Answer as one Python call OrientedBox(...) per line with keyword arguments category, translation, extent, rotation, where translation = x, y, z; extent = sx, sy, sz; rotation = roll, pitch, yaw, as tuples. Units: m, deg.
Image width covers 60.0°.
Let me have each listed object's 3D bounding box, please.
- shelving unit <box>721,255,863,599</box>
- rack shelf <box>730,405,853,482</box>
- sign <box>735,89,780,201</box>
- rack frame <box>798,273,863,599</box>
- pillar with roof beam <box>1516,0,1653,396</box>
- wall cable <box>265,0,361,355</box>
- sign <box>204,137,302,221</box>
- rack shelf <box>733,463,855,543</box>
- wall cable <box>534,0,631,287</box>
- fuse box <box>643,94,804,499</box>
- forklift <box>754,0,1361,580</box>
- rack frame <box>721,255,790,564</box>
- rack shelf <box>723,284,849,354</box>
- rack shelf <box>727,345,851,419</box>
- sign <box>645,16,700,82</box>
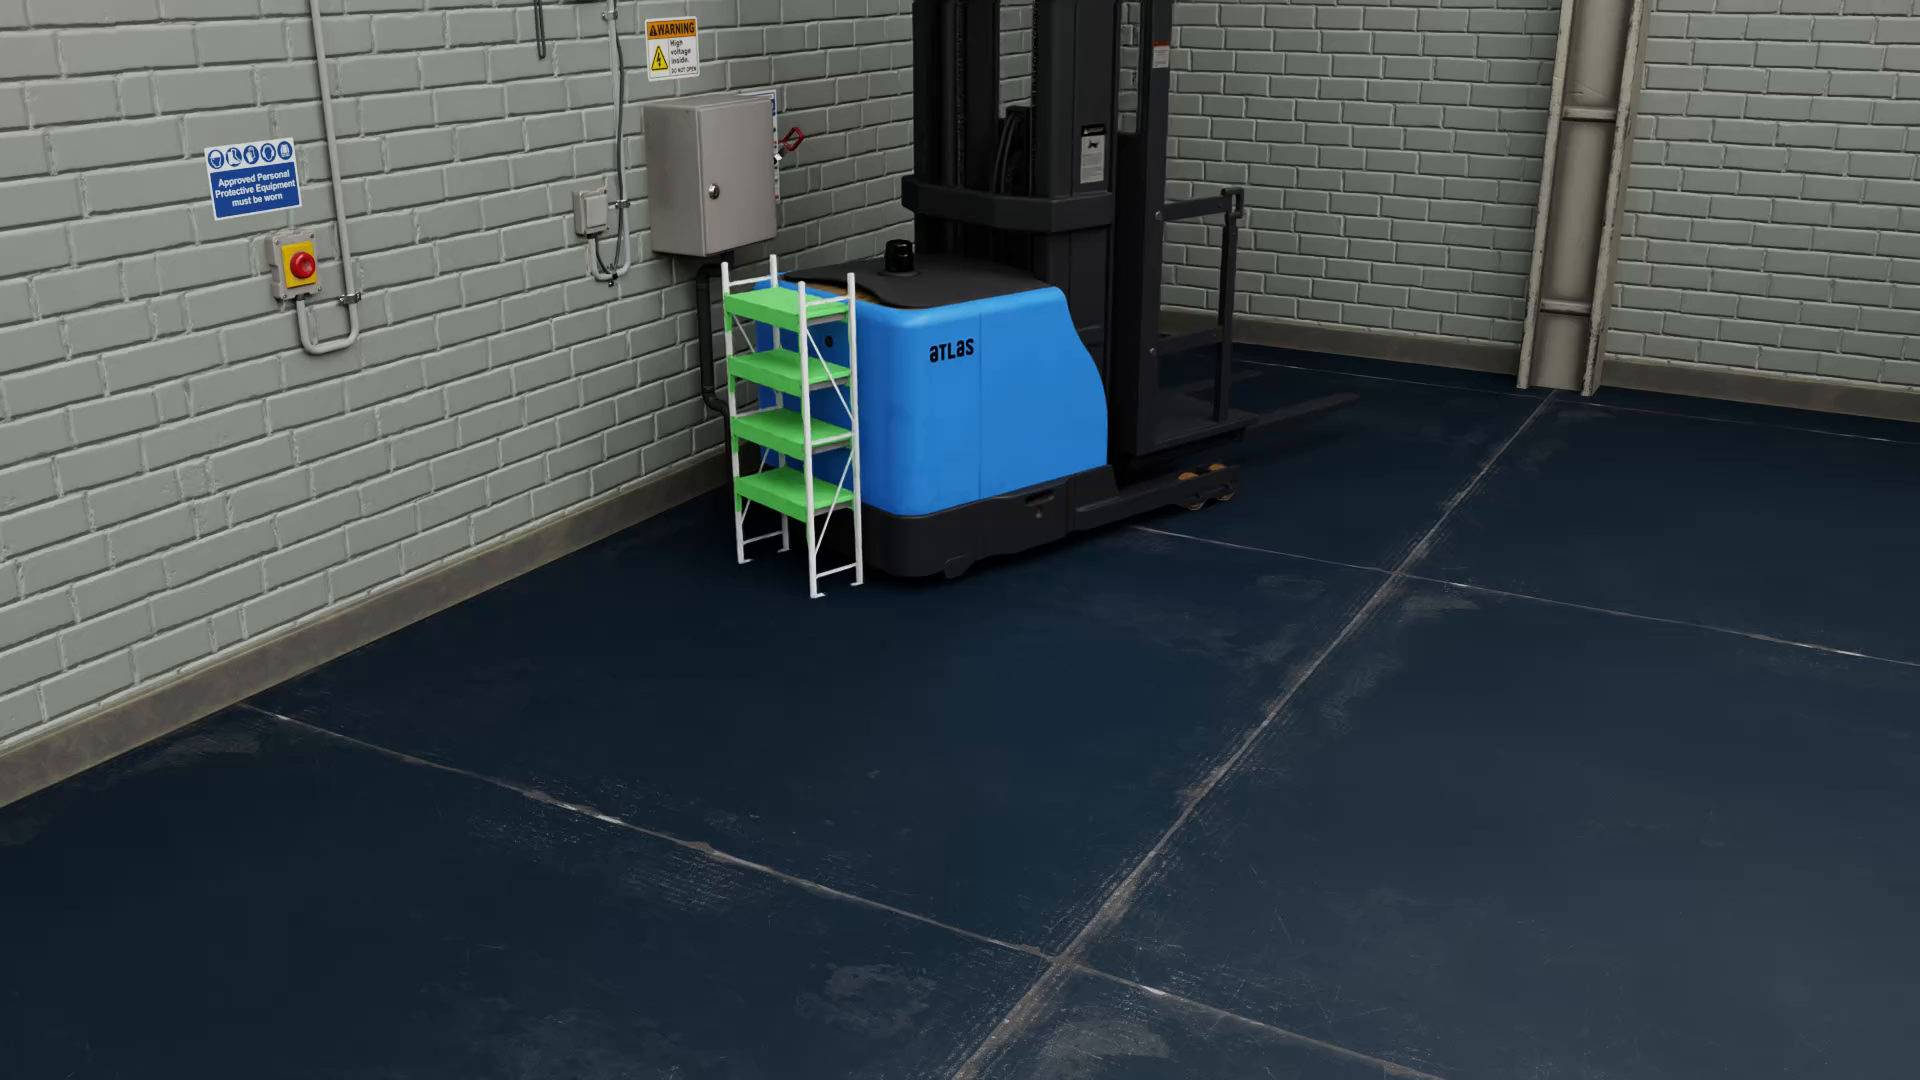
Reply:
OrientedBox(category="shelving unit", translation=(-0.631, -0.433, 6.297), extent=(0.258, 1.200, 0.503), rotation=(-17, 26, -38))
OrientedBox(category="rack shelf", translation=(-0.631, -0.373, 6.319), extent=(0.258, 0.148, 0.480), rotation=(-17, 26, -38))
OrientedBox(category="sign", translation=(-0.905, -1.740, 7.403), extent=(0.001, 0.494, 0.329), rotation=(11, 23, 27))
OrientedBox(category="rack frame", translation=(-0.472, -0.370, 6.123), extent=(0.240, 1.200, 0.015), rotation=(-17, 26, -38))
OrientedBox(category="pillar with roof beam", translation=(1.221, -3.805, 4.159), extent=(0.400, 9.000, 9.100), rotation=(11, 23, 27))
OrientedBox(category="wall cable", translation=(-2.117, -1.495, 5.051), extent=(0.123, 1.953, 0.585), rotation=(11, 23, 27))
OrientedBox(category="sign", translation=(-2.194, -1.125, 5.172), extent=(0.001, 0.218, 0.327), rotation=(11, 23, 27))
OrientedBox(category="rack shelf", translation=(-0.629, -0.148, 6.402), extent=(0.258, 0.148, 0.480), rotation=(-17, 26, -38))
OrientedBox(category="wall cable", translation=(-1.436, -1.904, 6.225), extent=(0.122, 1.984, 0.588), rotation=(11, 23, 27))
OrientedBox(category="fuse box", translation=(-0.965, -0.998, 7.106), extent=(0.414, 1.711, 0.539), rotation=(11, 23, 27))
OrientedBox(category="forklift", translation=(0.608, -1.625, 7.048), extent=(3.031, 2.935, 1.130), rotation=(-16, 26, -38))
OrientedBox(category="rack frame", translation=(-0.791, -0.496, 6.470), extent=(0.240, 1.200, 0.015), rotation=(-17, 26, -38))
OrientedBox(category="rack shelf", translation=(-0.634, -0.824, 6.152), extent=(0.258, 0.148, 0.480), rotation=(-17, 26, -38))
OrientedBox(category="rack shelf", translation=(-0.633, -0.598, 6.236), extent=(0.258, 0.148, 0.480), rotation=(-17, 26, -38))
OrientedBox(category="sign", translation=(-1.173, -2.010, 6.795), extent=(0.001, 0.242, 0.339), rotation=(11, 23, 27))
